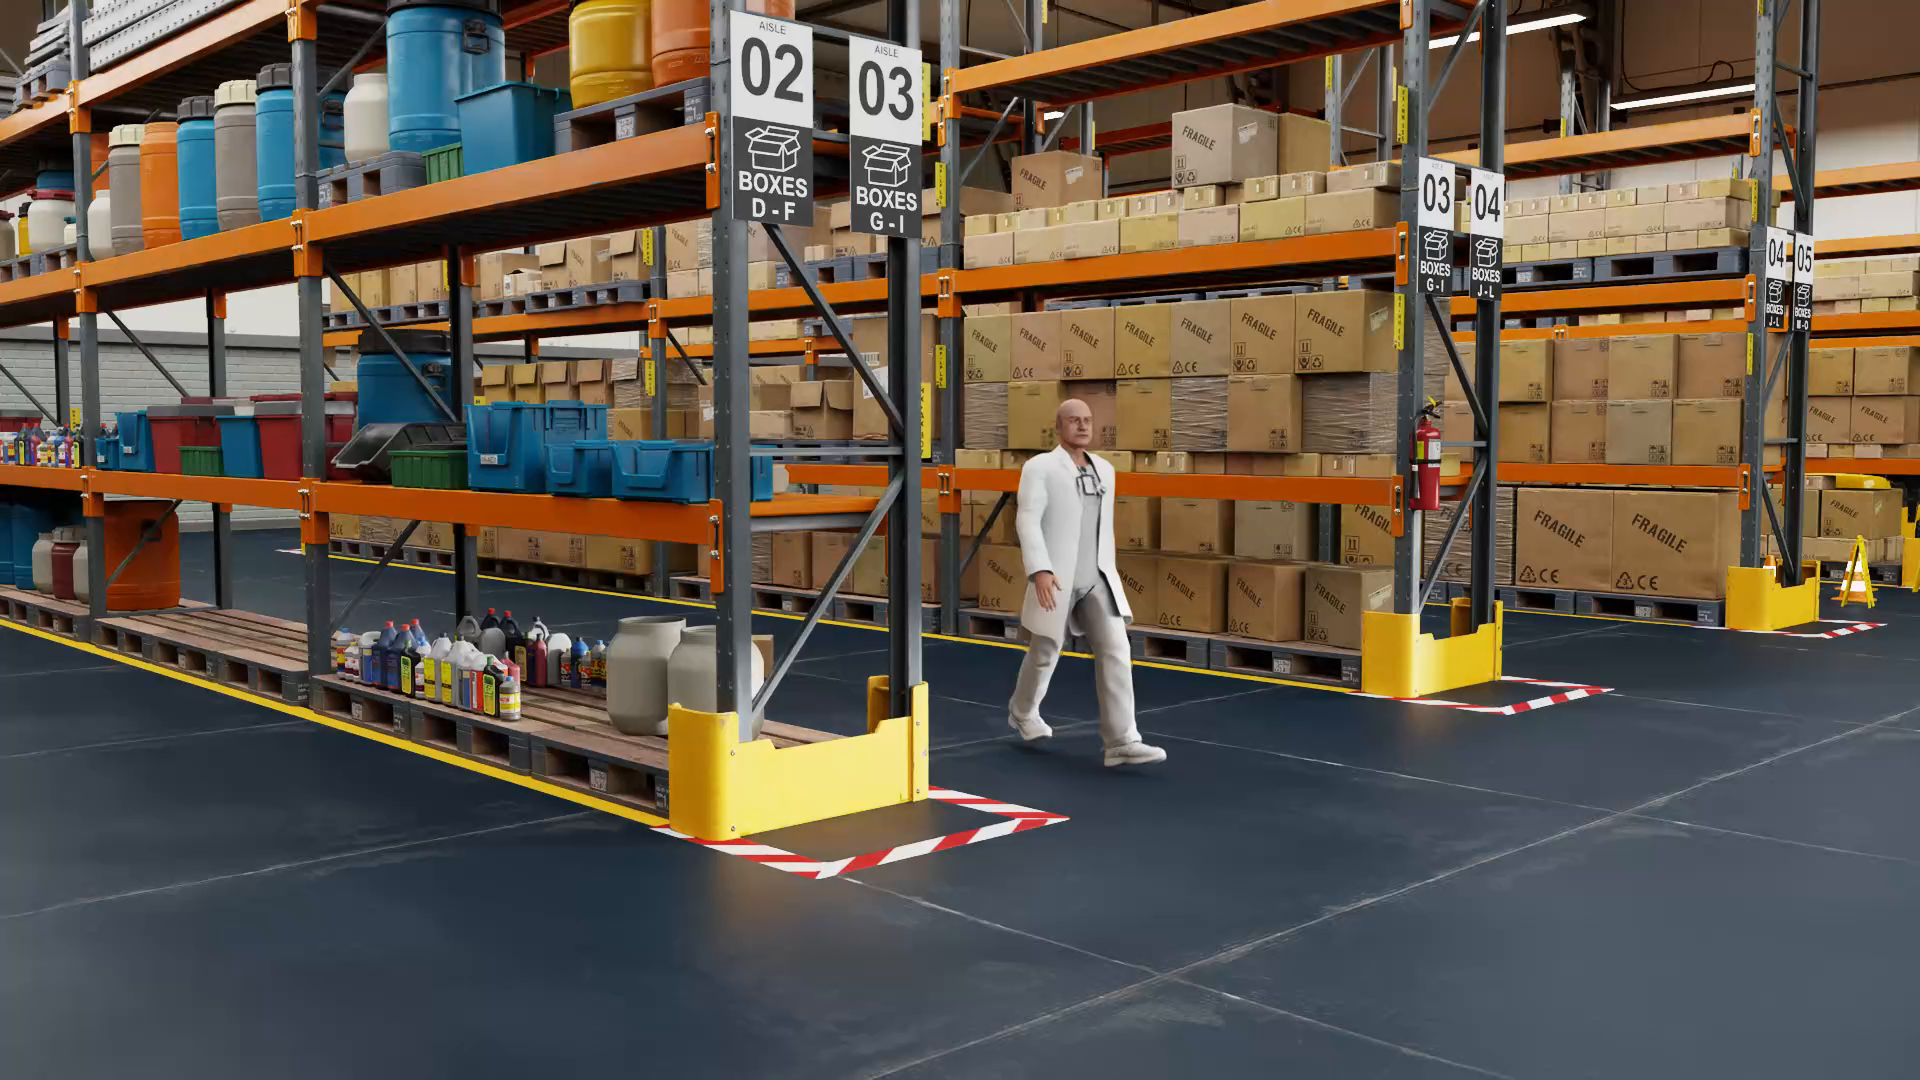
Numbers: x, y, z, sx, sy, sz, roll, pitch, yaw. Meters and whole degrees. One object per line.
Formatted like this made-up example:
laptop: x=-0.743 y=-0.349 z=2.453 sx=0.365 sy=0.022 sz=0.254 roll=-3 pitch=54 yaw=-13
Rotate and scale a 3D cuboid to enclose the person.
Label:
person: x=0.573 y=0.190 z=7.921 sx=0.614 sy=1.732 sz=1.112 roll=-2 pitch=4 yaw=-23
